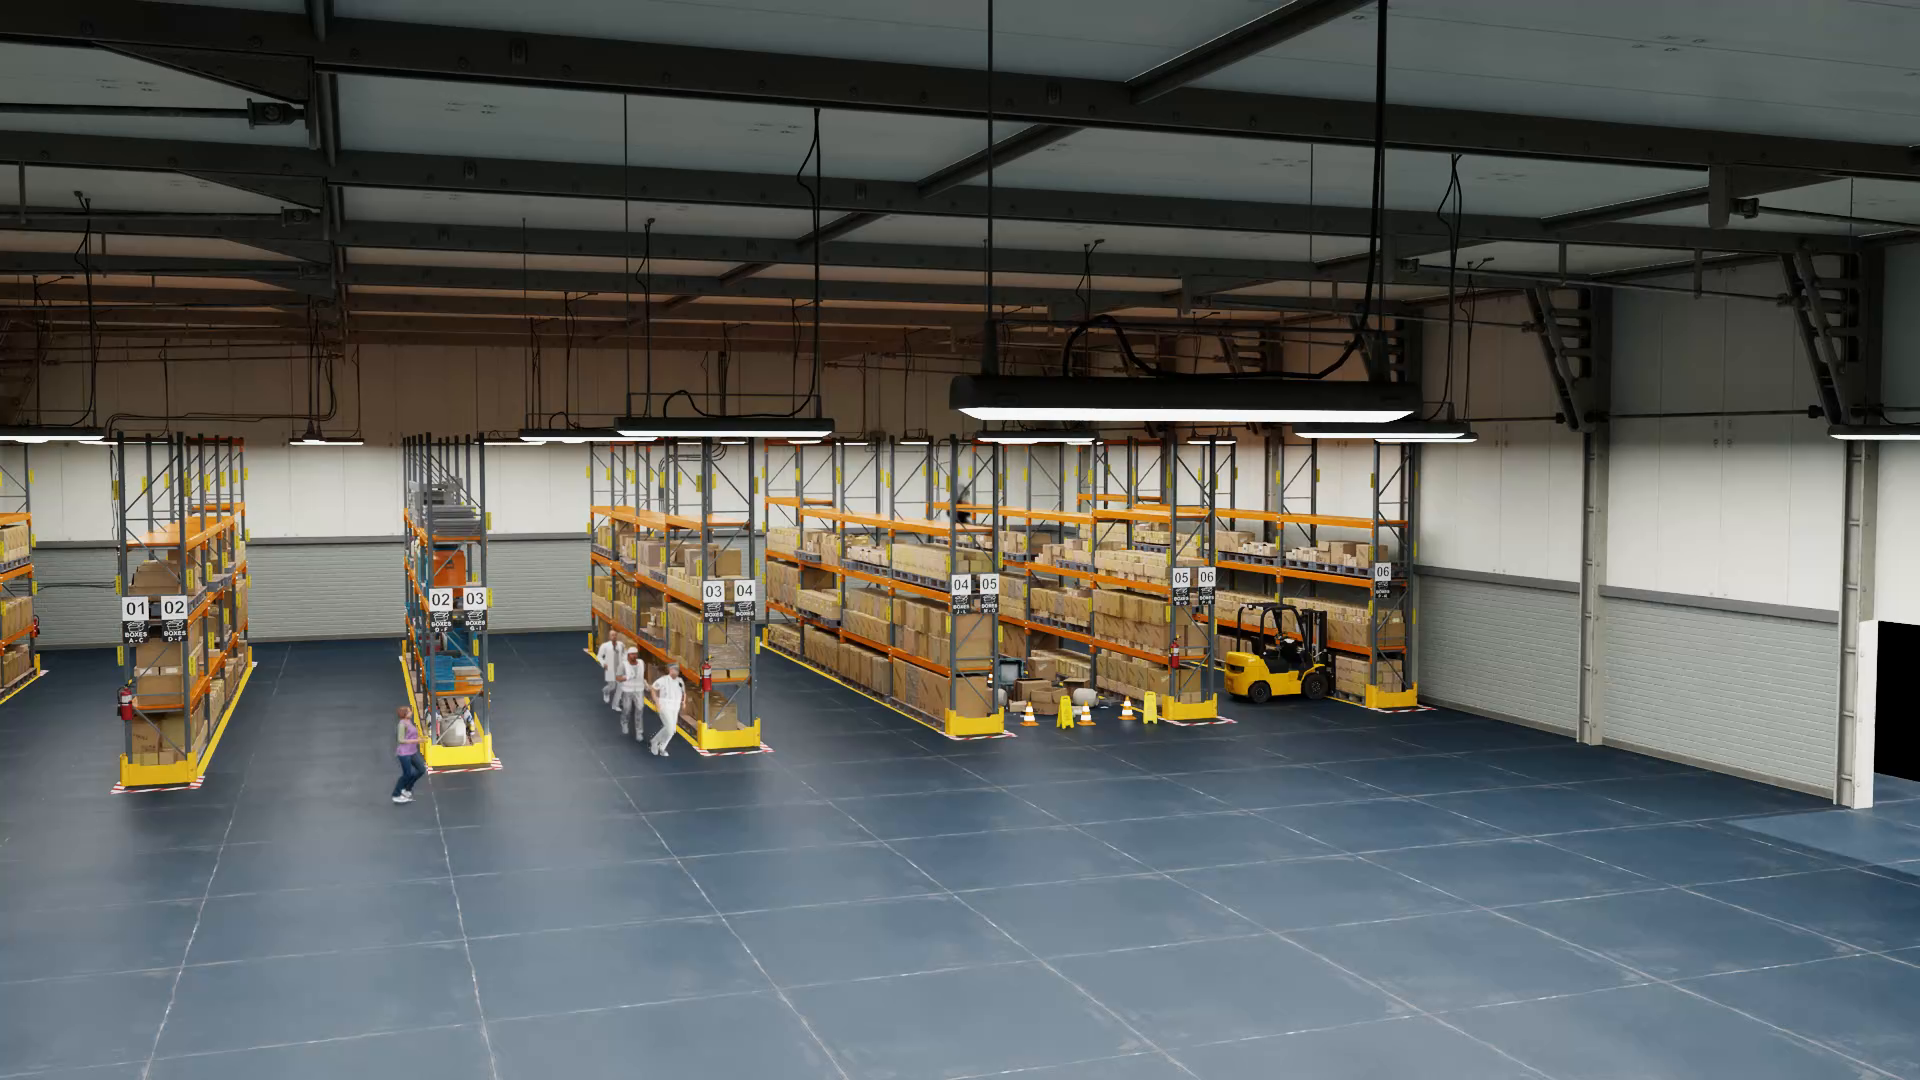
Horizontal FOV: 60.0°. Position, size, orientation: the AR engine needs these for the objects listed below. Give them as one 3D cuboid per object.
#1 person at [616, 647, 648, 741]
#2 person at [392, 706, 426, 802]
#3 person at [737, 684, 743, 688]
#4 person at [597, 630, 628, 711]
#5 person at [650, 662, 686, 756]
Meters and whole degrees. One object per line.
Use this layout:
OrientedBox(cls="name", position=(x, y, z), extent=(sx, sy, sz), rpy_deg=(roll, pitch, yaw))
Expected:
OrientedBox(cls="person", position=(-6.441, 2.984, 32.688), extent=(0.679, 1.788, 0.976), rpy_deg=(-1, 3, -25))
OrientedBox(cls="person", position=(-8.848, 3.441, 26.740), extent=(0.596, 1.575, 0.517), rpy_deg=(0, 3, 4))
OrientedBox(cls="person", position=(-5.433, 2.632, 39.848), extent=(0.633, 1.839, 0.764), rpy_deg=(-1, 3, -20))
OrientedBox(cls="person", position=(-7.575, 2.844, 36.375), extent=(0.711, 1.743, 0.756), rpy_deg=(-2, 4, -32))
OrientedBox(cls="person", position=(-5.390, 3.140, 31.020), extent=(0.548, 1.722, 0.718), rpy_deg=(3, 4, 40))
